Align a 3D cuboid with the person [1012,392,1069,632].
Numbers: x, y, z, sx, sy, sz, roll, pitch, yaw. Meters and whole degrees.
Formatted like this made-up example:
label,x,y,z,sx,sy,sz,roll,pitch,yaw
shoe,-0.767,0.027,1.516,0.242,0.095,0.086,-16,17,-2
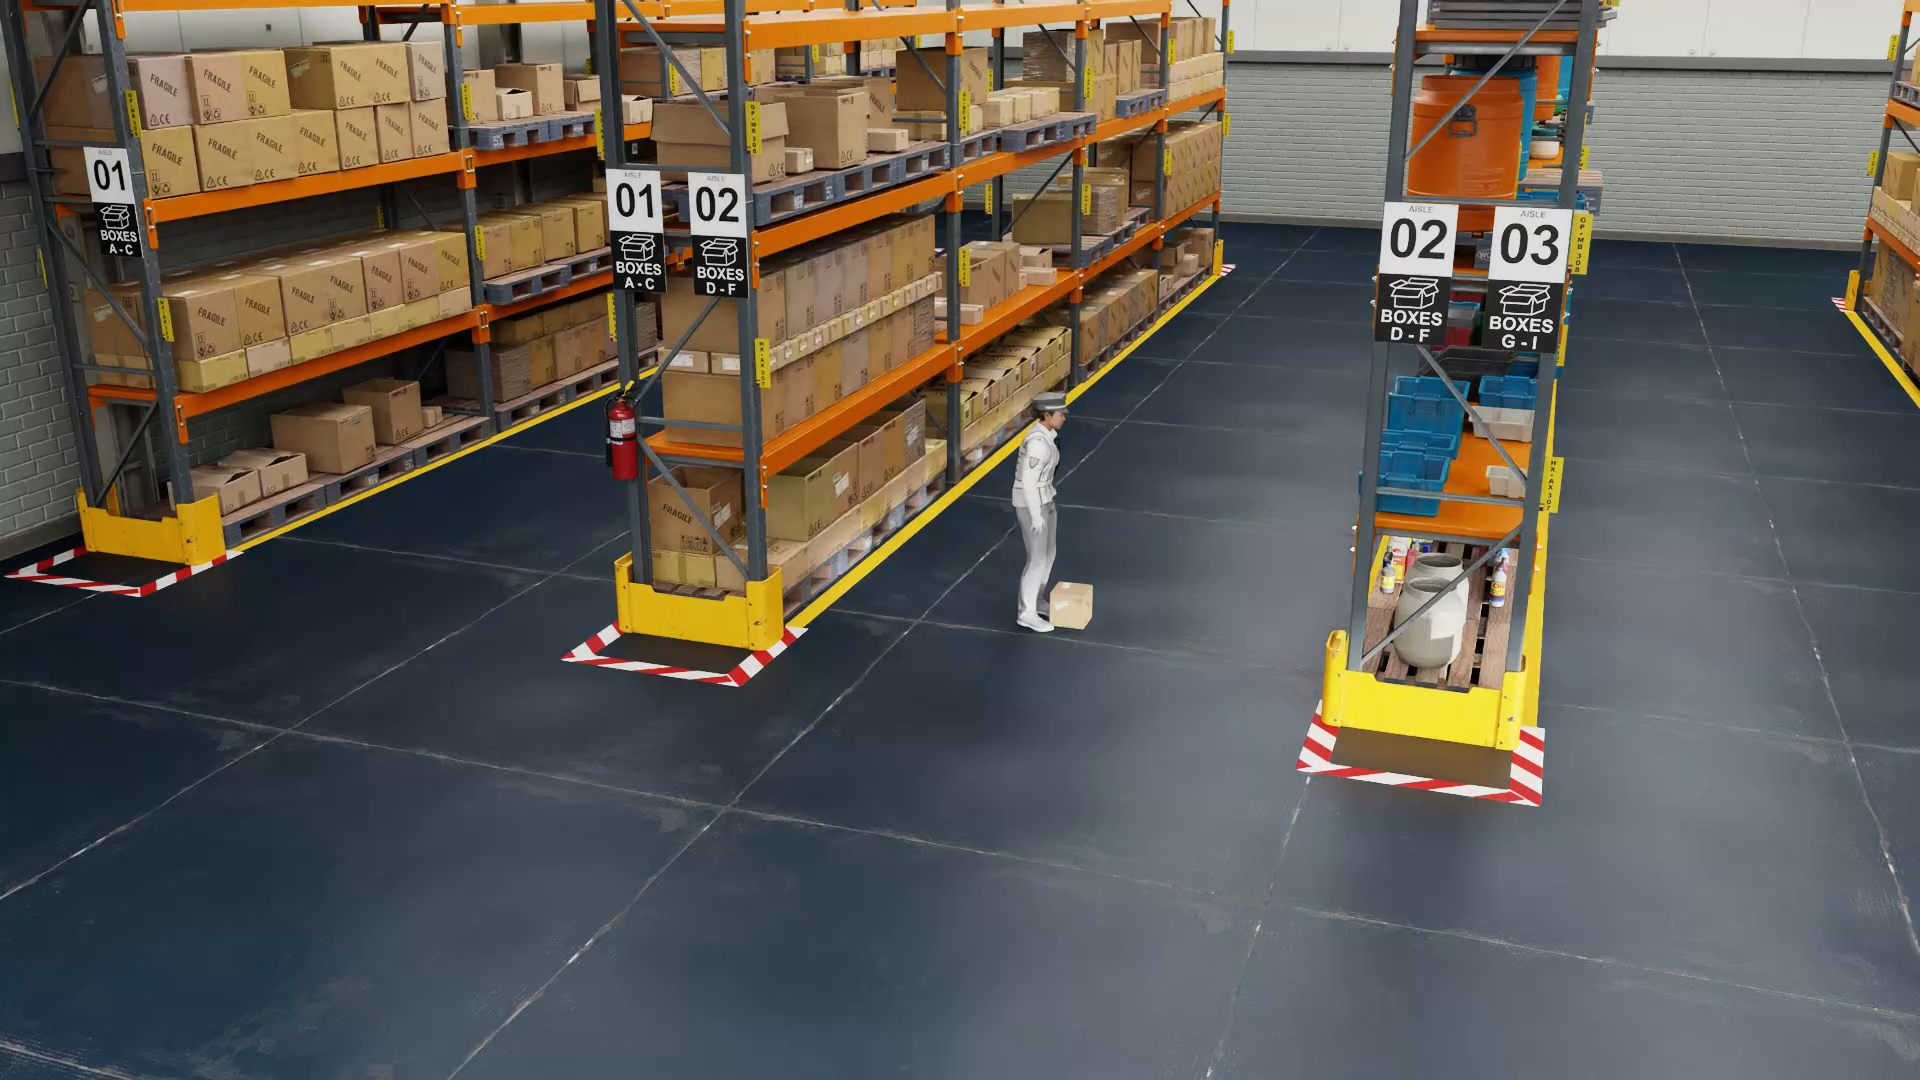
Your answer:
label,x,y,z,sx,sy,sz,roll,pitch,yaw
person,0.564,-0.223,11.728,0.376,1.653,0.544,5,19,15
